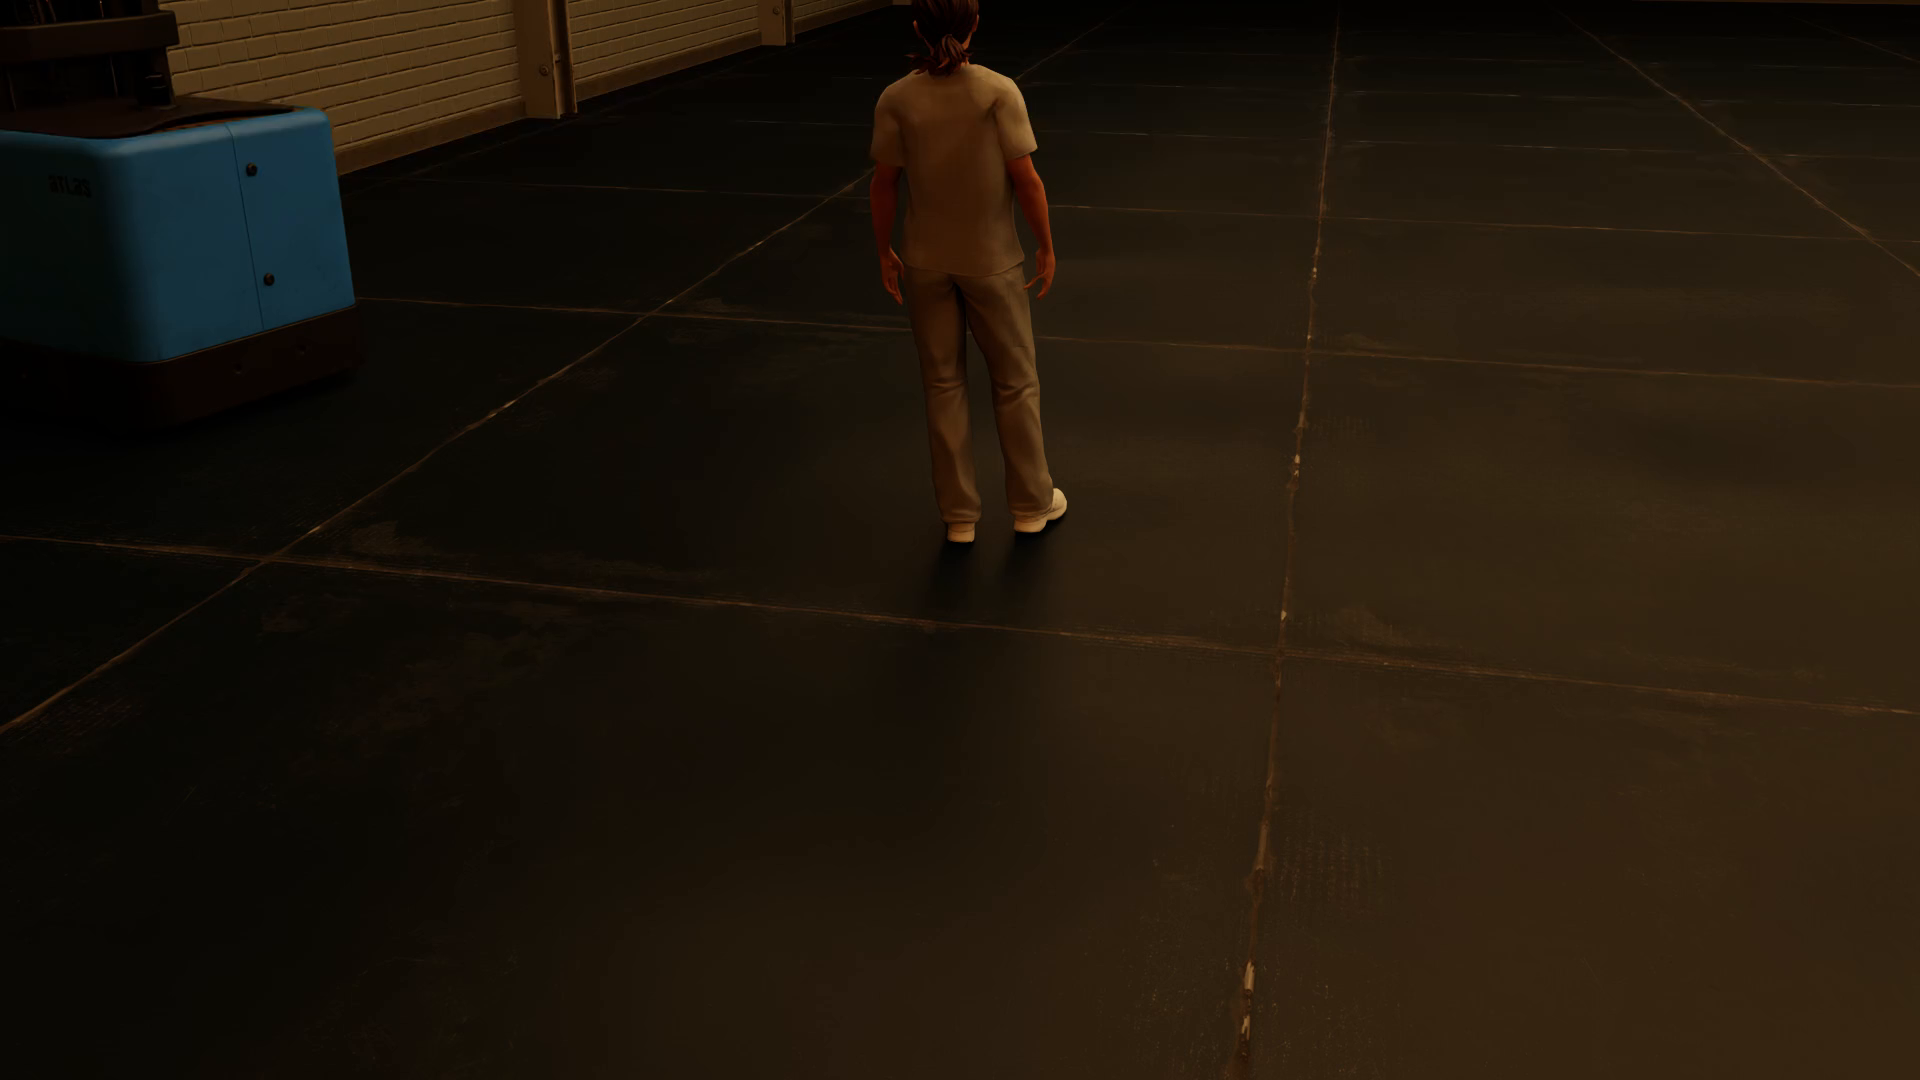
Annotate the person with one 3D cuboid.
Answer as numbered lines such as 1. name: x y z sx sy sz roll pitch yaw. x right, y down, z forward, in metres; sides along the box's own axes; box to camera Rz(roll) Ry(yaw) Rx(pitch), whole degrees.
1. person: 0.029 -0.809 4.893 0.549 1.675 0.549 5 23 11

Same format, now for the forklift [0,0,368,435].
1. forklift: -3.947 -2.112 6.446 3.031 2.935 1.130 11 25 25
